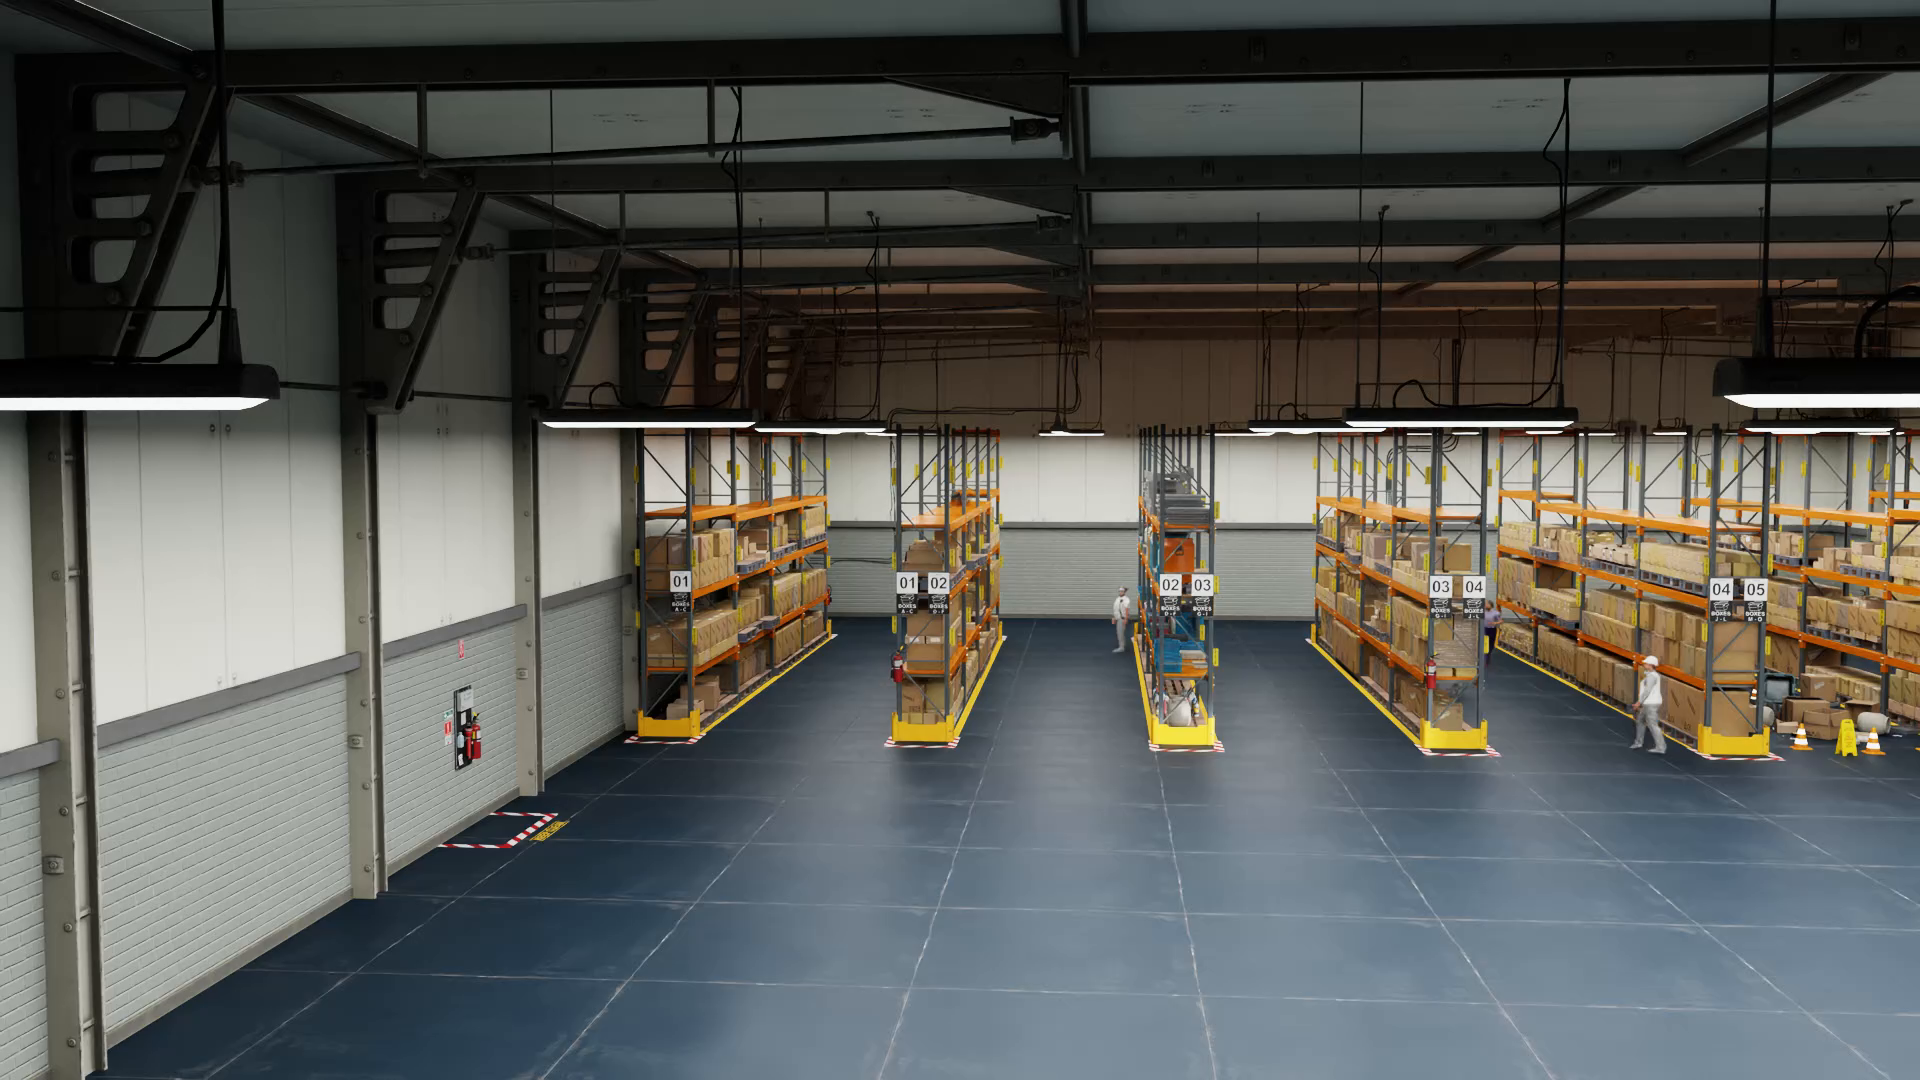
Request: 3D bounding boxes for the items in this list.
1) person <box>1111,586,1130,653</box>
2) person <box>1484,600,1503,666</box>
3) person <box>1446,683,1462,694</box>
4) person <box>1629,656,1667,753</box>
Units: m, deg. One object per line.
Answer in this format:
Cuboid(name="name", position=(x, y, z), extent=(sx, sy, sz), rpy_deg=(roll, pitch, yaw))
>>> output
Cuboid(name="person", position=(4.319, 2.125, 44.758), extent=(0.473, 1.769, 0.604), rpy_deg=(-1, 4, -10))
Cuboid(name="person", position=(13.435, 2.325, 42.045), extent=(0.530, 1.603, 1.007), rpy_deg=(0, 4, 7))
Cuboid(name="person", position=(11.170, 2.604, 37.415), extent=(0.500, 1.682, 0.538), rpy_deg=(1, 4, 23))
Cuboid(name="person", position=(12.558, 3.007, 30.337), extent=(0.774, 1.788, 0.643), rpy_deg=(3, 5, 42))
